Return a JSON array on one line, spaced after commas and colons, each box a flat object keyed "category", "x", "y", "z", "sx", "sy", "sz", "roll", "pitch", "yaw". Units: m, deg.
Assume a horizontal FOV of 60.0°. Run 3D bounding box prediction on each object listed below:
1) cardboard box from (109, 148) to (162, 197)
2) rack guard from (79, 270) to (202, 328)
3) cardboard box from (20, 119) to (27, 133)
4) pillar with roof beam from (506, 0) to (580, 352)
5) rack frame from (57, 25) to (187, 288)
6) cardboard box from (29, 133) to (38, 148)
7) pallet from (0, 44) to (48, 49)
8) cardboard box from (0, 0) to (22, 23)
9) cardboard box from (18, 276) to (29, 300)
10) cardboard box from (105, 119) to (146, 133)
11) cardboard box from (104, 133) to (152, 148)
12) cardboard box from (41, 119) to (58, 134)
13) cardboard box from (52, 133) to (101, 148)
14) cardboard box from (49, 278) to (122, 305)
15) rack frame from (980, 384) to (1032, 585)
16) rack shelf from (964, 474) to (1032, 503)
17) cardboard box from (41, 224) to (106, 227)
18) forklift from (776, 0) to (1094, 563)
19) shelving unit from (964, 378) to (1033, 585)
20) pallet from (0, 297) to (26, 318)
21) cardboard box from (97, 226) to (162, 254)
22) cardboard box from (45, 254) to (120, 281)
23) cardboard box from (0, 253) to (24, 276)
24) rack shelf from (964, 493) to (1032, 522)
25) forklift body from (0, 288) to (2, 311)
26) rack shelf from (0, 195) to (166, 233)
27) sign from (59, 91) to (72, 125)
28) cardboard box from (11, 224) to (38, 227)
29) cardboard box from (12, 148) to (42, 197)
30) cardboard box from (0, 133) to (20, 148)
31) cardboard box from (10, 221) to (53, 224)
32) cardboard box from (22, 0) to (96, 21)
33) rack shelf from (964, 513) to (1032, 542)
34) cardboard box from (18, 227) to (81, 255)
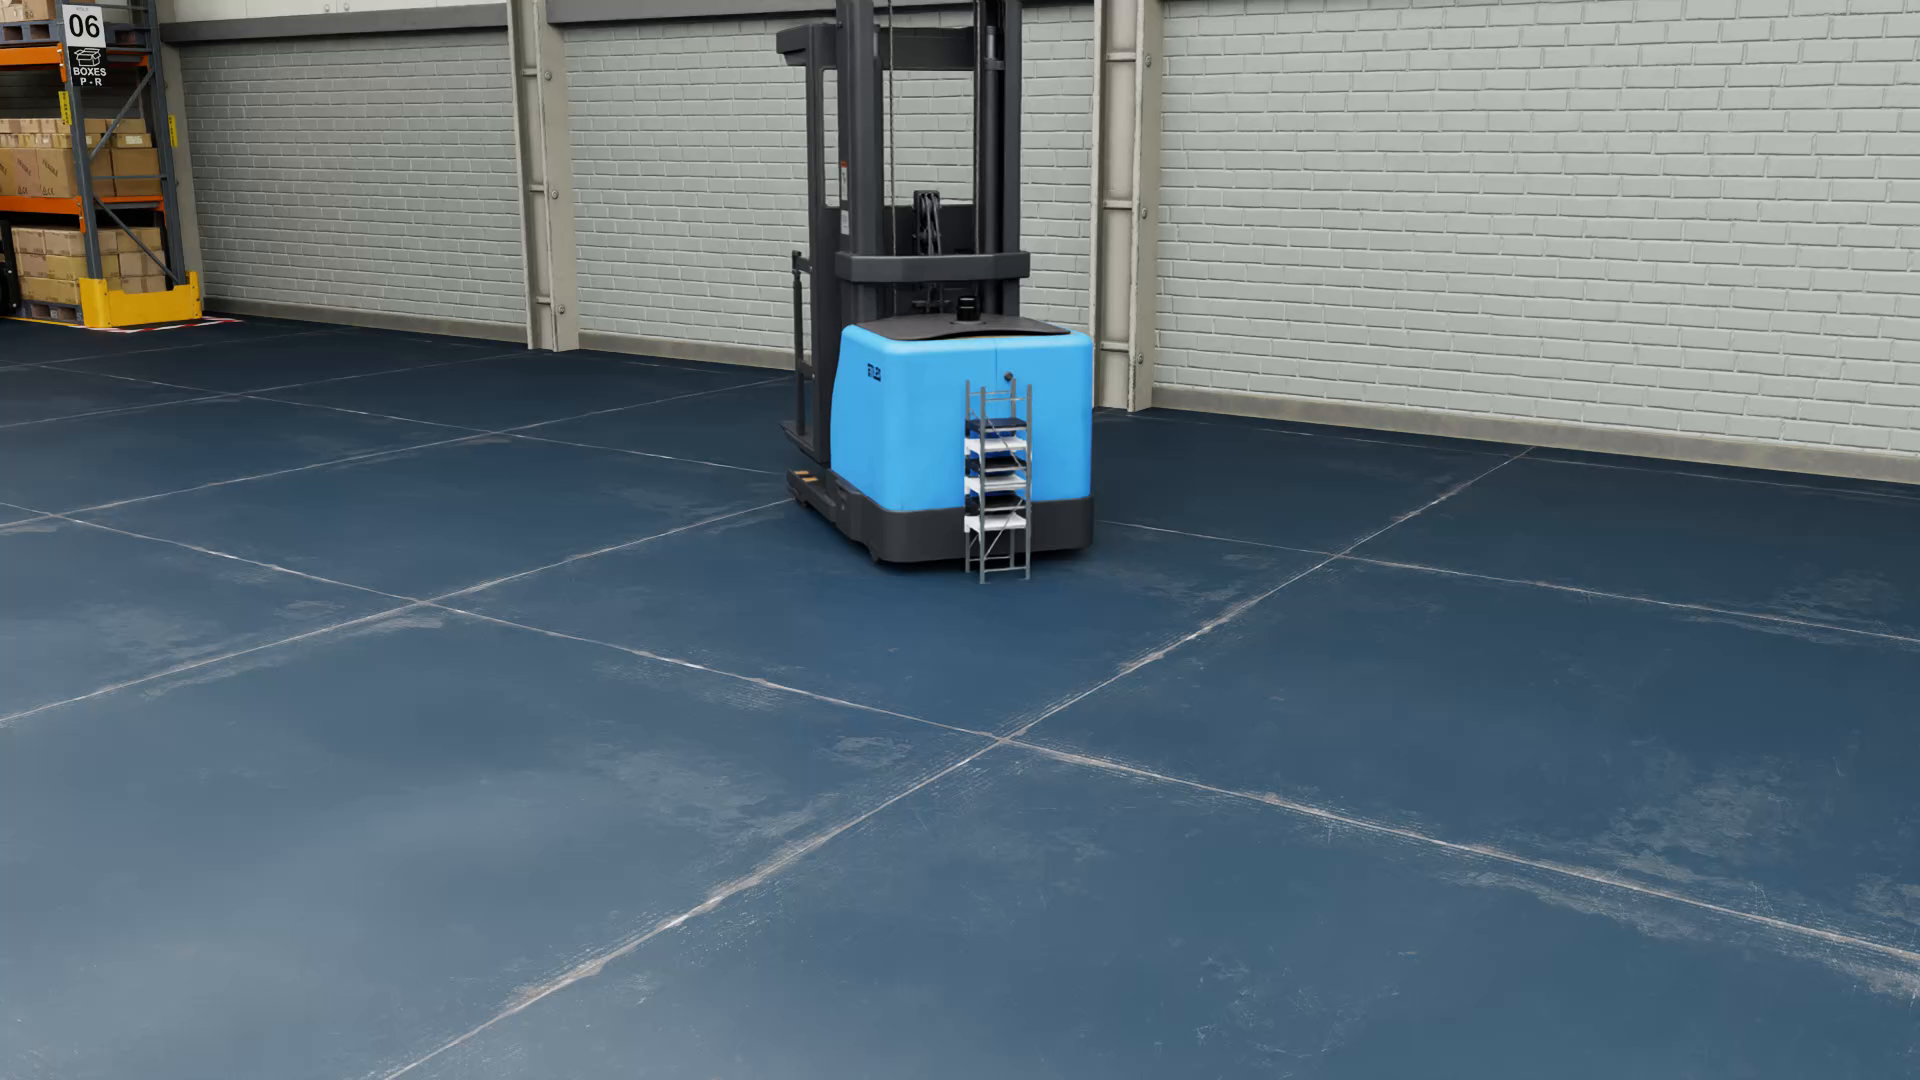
[{"category": "cardboard box", "x": -8.954, "y": -3.951, "z": 17.835, "sx": 0.500, "sy": 0.500, "sz": 0.500, "roll": 10, "pitch": 17, "yaw": 35}, {"category": "rack guard", "x": -8.678, "y": -2.564, "z": 17.642, "sx": 0.348, "sy": 0.500, "sz": 1.175, "roll": 9, "pitch": 17, "yaw": 33}, {"category": "cardboard box", "x": -9.732, "y": -4.400, "z": 17.676, "sx": 0.250, "sy": 0.149, "sz": 0.380, "roll": 9, "pitch": 17, "yaw": 33}, {"category": "pillar with roof beam", "x": -6.197, "y": -5.303, "z": 11.019, "sx": 0.400, "sy": 9.000, "sz": 9.100, "roll": 9, "pitch": 17, "yaw": 33}, {"category": "rack frame", "x": -8.698, "y": -3.781, "z": 17.355, "sx": 0.127, "sy": 3.000, "sz": 1.000, "roll": 9, "pitch": 17, "yaw": 33}, {"category": "cardboard box", "x": -9.552, "y": -4.210, "z": 17.531, "sx": 0.250, "sy": 0.149, "sz": 0.380, "roll": 10, "pitch": 17, "yaw": 34}, {"category": "pallet", "x": -10.287, "y": -5.458, "z": 18.069, "sx": 1.213, "sy": 0.211, "sz": 1.003, "roll": 9, "pitch": 17, "yaw": 33}, {"category": "cardboard box", "x": -9.766, "y": -5.509, "z": 17.290, "sx": 0.258, "sy": 0.266, "sz": 0.396, "roll": 9, "pitch": 17, "yaw": 33}, {"category": "cardboard box", "x": -10.082, "y": -2.788, "z": 18.190, "sx": 0.500, "sy": 0.250, "sz": 0.500, "roll": 9, "pitch": 17, "yaw": 33}, {"category": "cardboard box", "x": -8.858, "y": -4.376, "z": 17.583, "sx": 0.250, "sy": 0.149, "sz": 0.380, "roll": 9, "pitch": 16, "yaw": 32}, {"category": "cardboard box", "x": -8.835, "y": -4.242, "z": 17.657, "sx": 0.250, "sy": 0.149, "sz": 0.380, "roll": 9, "pitch": 16, "yaw": 31}, {"category": "cardboard box", "x": -9.335, "y": -4.322, "z": 17.362, "sx": 0.250, "sy": 0.149, "sz": 0.380, "roll": 9, "pitch": 17, "yaw": 33}, {"category": "cardboard box", "x": -9.142, "y": -4.135, "z": 17.227, "sx": 0.250, "sy": 0.149, "sz": 0.380, "roll": 9, "pitch": 17, "yaw": 34}, {"category": "cardboard box", "x": -9.265, "y": -2.650, "z": 17.635, "sx": 0.500, "sy": 0.250, "sz": 0.500, "roll": 9, "pitch": 17, "yaw": 33}, {"category": "rack frame", "x": 0.204, "y": -0.245, "z": 7.440, "sx": 0.240, "sy": 0.900, "sz": 0.006, "roll": -5, "pitch": 15, "yaw": -18}, {"category": "rack shelf", "x": 0.172, "y": -0.236, "z": 7.541, "sx": 0.258, "sy": 0.077, "sz": 0.200, "roll": -5, "pitch": 15, "yaw": -18}, {"category": "cardboard box", "x": -9.817, "y": -3.373, "z": 18.475, "sx": 0.500, "sy": 0.250, "sz": 0.500, "roll": 9, "pitch": 17, "yaw": 32}, {"category": "forklift", "x": -0.320, "y": -1.626, "z": 8.793, "sx": 1.130, "sy": 2.935, "sz": 3.031, "roll": -5, "pitch": 15, "yaw": -18}, {"category": "shelving unit", "x": 0.172, "y": -0.268, "z": 7.533, "sx": 0.258, "sy": 0.900, "sz": 0.210, "roll": -5, "pitch": 15, "yaw": -18}, {"category": "pallet", "x": -10.364, "y": -2.685, "z": 18.732, "sx": 1.213, "sy": 0.211, "sz": 1.003, "roll": 9, "pitch": 17, "yaw": 33}, {"category": "cardboard box", "x": -8.991, "y": -3.238, "z": 17.927, "sx": 0.500, "sy": 0.250, "sz": 0.500, "roll": 9, "pitch": 16, "yaw": 32}, {"category": "cardboard box", "x": -9.277, "y": -2.896, "z": 17.586, "sx": 0.500, "sy": 0.250, "sz": 0.500, "roll": 9, "pitch": 16, "yaw": 32}, {"category": "cardboard box", "x": -10.127, "y": -3.030, "z": 18.129, "sx": 0.500, "sy": 0.250, "sz": 0.500, "roll": 9, "pitch": 16, "yaw": 32}, {"category": "rack shelf", "x": 0.172, "y": -0.148, "z": 7.563, "sx": 0.258, "sy": 0.077, "sz": 0.200, "roll": -5, "pitch": 15, "yaw": -18}, {"category": "forklift body", "x": -11.290, "y": -3.260, "z": 17.014, "sx": 1.214, "sy": 2.155, "sz": 2.313, "roll": 9, "pitch": 17, "yaw": 33}, {"category": "rack shelf", "x": -10.358, "y": -3.700, "z": 18.525, "sx": 4.000, "sy": 0.370, "sz": 1.077, "roll": 9, "pitch": 17, "yaw": 33}, {"category": "sign", "x": -9.013, "y": -4.352, "z": 16.757, "sx": 0.005, "sy": 0.325, "sz": 0.100, "roll": 9, "pitch": 17, "yaw": 33}, {"category": "cardboard box", "x": -10.522, "y": -3.337, "z": 18.330, "sx": 0.500, "sy": 0.250, "sz": 0.500, "roll": 9, "pitch": 16, "yaw": 32}, {"category": "cardboard box", "x": -9.679, "y": -3.915, "z": 17.686, "sx": 0.500, "sy": 0.500, "sz": 0.500, "roll": 10, "pitch": 17, "yaw": 35}, {"category": "cardboard box", "x": -9.999, "y": -4.272, "z": 17.781, "sx": 0.250, "sy": 0.149, "sz": 0.380, "roll": 9, "pitch": 16, "yaw": 31}, {"category": "cardboard box", "x": -10.660, "y": -3.509, "z": 19.023, "sx": 0.500, "sy": 0.250, "sz": 0.500, "roll": 9, "pitch": 17, "yaw": 33}, {"category": "cardboard box", "x": -9.202, "y": -5.549, "z": 16.963, "sx": 0.500, "sy": 0.500, "sz": 0.500, "roll": 10, "pitch": 17, "yaw": 35}, {"category": "rack shelf", "x": 0.172, "y": -0.061, "z": 7.584, "sx": 0.258, "sy": 0.077, "sz": 0.200, "roll": -5, "pitch": 15, "yaw": -18}, {"category": "cardboard box", "x": -9.681, "y": -3.202, "z": 17.785, "sx": 0.500, "sy": 0.250, "sz": 0.500, "roll": 10, "pitch": 17, "yaw": 34}]
